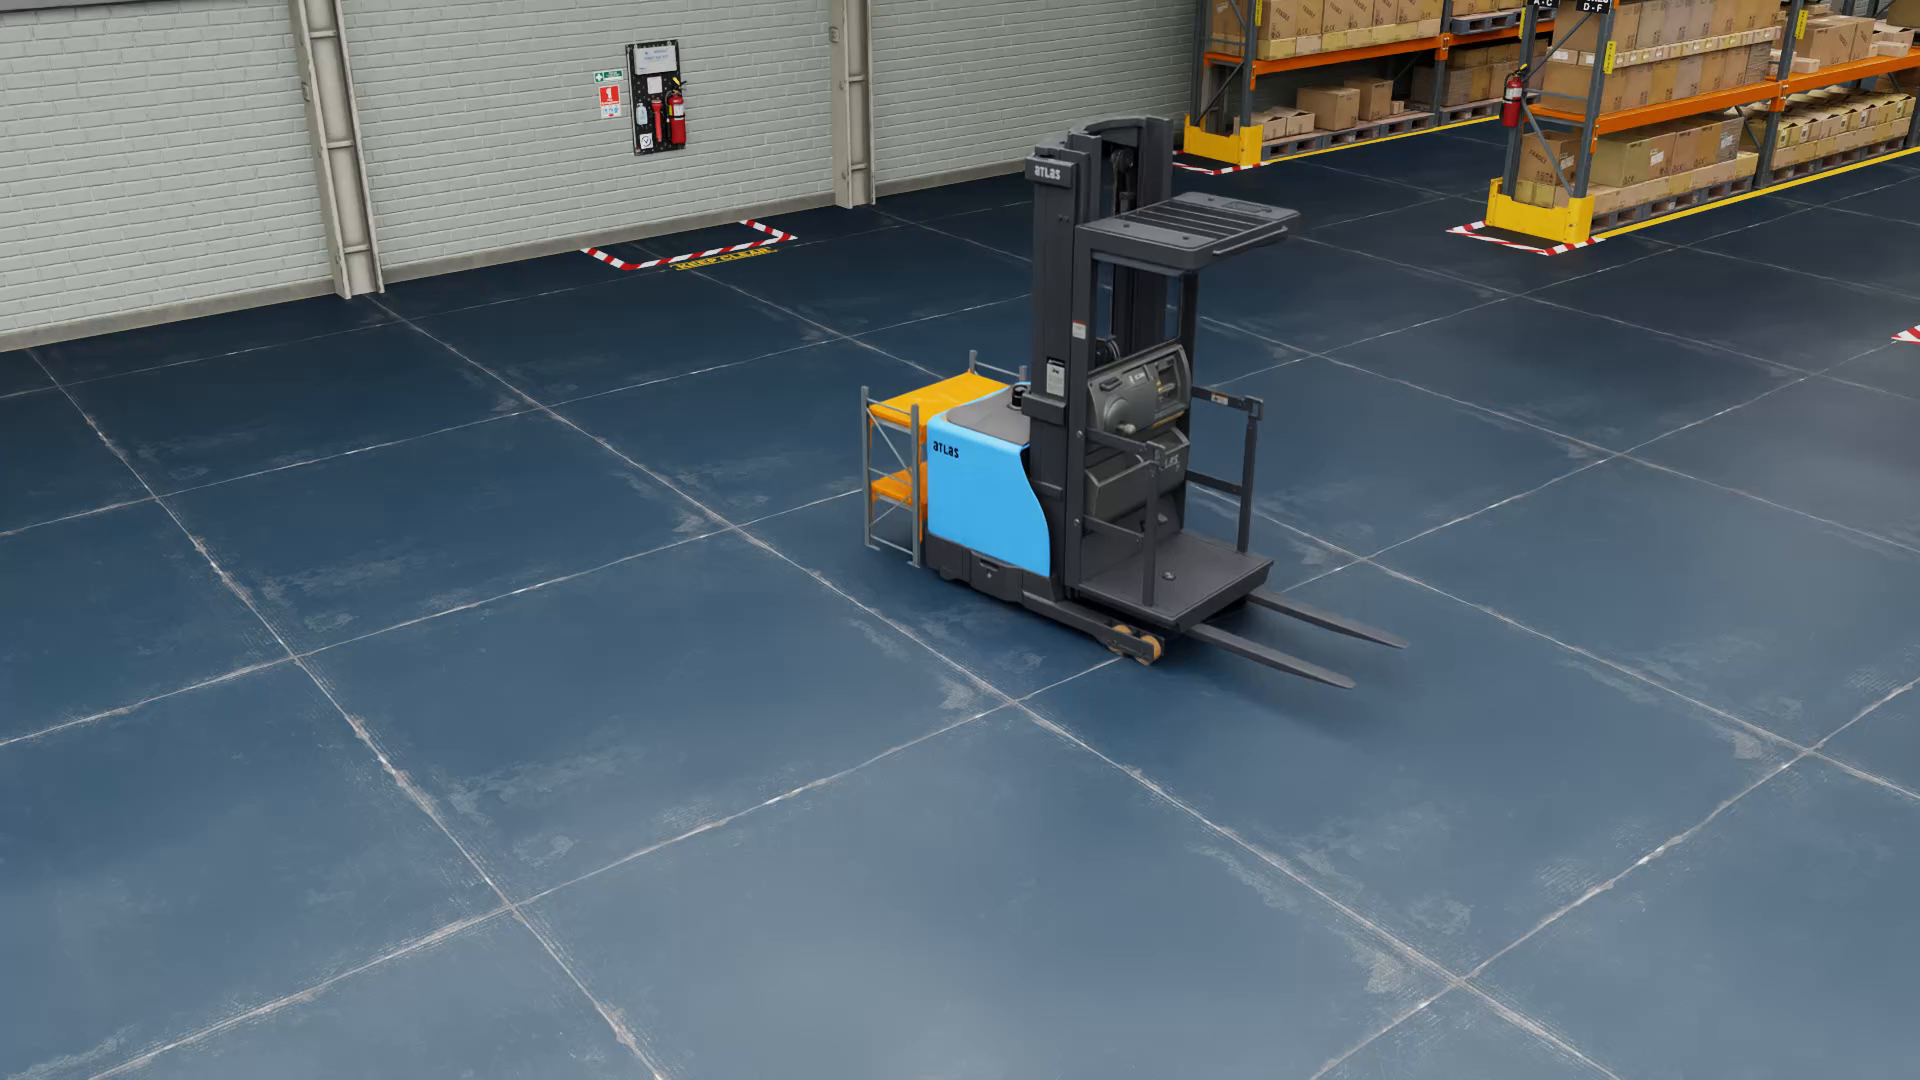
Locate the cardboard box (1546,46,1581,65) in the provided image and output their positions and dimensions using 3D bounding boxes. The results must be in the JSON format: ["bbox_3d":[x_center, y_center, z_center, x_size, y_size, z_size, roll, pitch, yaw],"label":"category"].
[{"bbox_3d":[6.689,-5.342,18.307,0.250,0.149,0.380,-19,31,-35],"label":"cardboard box"}]

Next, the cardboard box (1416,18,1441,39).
[{"bbox_3d":[6.408,-7.237,23.434,0.500,0.250,0.500,-18,30,-34],"label":"cardboard box"}]

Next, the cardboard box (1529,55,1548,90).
[{"bbox_3d":[8.730,-7.324,25.915,0.500,0.500,0.700,-18,31,-34],"label":"cardboard box"}]

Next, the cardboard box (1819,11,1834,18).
[{"bbox_3d":[15.548,-9.478,30.579,0.500,0.500,0.700,-18,31,-34],"label":"cardboard box"}]

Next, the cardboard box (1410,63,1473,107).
[{"bbox_3d":[7.163,-6.781,24.745,0.500,0.500,0.700,-17,30,-32],"label":"cardboard box"}]

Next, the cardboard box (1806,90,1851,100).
[{"bbox_3d":[11.800,-5.938,22.582,0.500,0.311,0.500,-19,31,-35],"label":"cardboard box"}]

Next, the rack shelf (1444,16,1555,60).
[{"bbox_3d":[8.168,-7.712,25.159,4.000,0.370,1.077,-18,31,-34],"label":"rack shelf"}]

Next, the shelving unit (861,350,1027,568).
[{"bbox_3d":[-0.095,-0.561,11.122,0.538,1.125,1.048,22,33,39],"label":"shelving unit"}]

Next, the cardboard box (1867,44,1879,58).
[{"bbox_3d":[11.832,-6.454,21.892,0.250,0.149,0.380,-16,29,-30],"label":"cardboard box"}]

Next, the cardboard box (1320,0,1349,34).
[{"bbox_3d":[4.813,-7.043,22.125,0.500,0.500,0.500,-19,31,-36],"label":"cardboard box"}]

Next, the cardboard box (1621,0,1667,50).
[{"bbox_3d":[7.333,-5.743,18.401,0.500,0.500,0.700,-19,31,-35],"label":"cardboard box"}]

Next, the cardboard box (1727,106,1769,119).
[{"bbox_3d":[10.201,-5.414,21.453,0.500,0.311,0.500,-17,30,-33],"label":"cardboard box"}]

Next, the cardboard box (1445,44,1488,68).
[{"bbox_3d":[7.507,-7.237,24.836,0.500,0.250,0.500,-19,31,-35],"label":"cardboard box"}]

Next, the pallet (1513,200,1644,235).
[{"bbox_3d":[7.082,-3.788,19.160,1.213,0.211,1.003,-18,31,-34],"label":"pallet"}]

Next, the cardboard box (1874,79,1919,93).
[{"bbox_3d":[13.392,-6.304,23.718,0.500,0.500,0.500,-17,30,-32],"label":"cardboard box"}]

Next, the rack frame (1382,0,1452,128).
[{"bbox_3d":[6.594,-7.519,23.888,0.127,3.000,1.000,-18,31,-34],"label":"rack frame"}]

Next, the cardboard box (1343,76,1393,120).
[{"bbox_3d":[5.802,-6.302,23.712,0.500,0.500,0.500,-21,32,-38],"label":"cardboard box"}]

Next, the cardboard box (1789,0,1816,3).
[{"bbox_3d":[15.523,-9.871,30.655,0.250,0.149,0.380,-18,30,-34],"label":"cardboard box"}]

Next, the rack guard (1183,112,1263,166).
[{"bbox_3d":[3.506,-5.366,22.218,0.348,0.500,1.175,-18,31,-34],"label":"rack guard"}]

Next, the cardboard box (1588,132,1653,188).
[{"bbox_3d":[7.457,-4.319,18.870,0.500,0.500,0.500,-18,31,-34],"label":"cardboard box"}]

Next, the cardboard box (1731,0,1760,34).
[{"bbox_3d":[8.911,-6.264,19.523,0.500,0.500,0.700,-18,31,-34],"label":"cardboard box"}]

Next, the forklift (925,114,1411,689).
[{"bbox_3d":[1.211,-0.854,9.609,3.031,2.935,1.130,21,32,37],"label":"forklift"}]

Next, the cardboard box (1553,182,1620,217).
[{"bbox_3d":[7.065,-3.849,18.747,0.500,0.250,0.500,-18,31,-34],"label":"cardboard box"}]

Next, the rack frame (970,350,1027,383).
[{"bbox_3d":[0.257,-0.715,11.454,0.500,1.125,0.032,22,33,39],"label":"rack frame"}]

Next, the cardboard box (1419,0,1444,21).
[{"bbox_3d":[6.413,-7.575,23.272,0.500,0.500,0.500,-18,31,-34],"label":"cardboard box"}]

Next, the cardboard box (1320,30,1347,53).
[{"bbox_3d":[4.830,-6.712,22.305,0.500,0.250,0.500,-19,31,-35],"label":"cardboard box"}]

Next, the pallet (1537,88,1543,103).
[{"bbox_3d":[9.126,-7.091,26.277,1.213,0.211,1.003,-18,31,-34],"label":"pallet"}]

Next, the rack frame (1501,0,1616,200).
[{"bbox_3d":[6.506,-4.840,18.115,0.127,3.000,1.000,-18,31,-34],"label":"rack frame"}]

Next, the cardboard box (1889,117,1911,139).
[{"bbox_3d":[12.538,-5.644,22.615,0.500,0.250,0.500,-17,30,-33],"label":"cardboard box"}]

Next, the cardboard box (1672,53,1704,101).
[{"bbox_3d":[8.098,-5.405,19.215,0.500,0.500,0.700,-17,30,-33],"label":"cardboard box"}]

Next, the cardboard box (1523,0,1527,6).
[{"bbox_3d":[8.411,-8.346,25.030,0.500,0.500,0.700,-18,31,-34],"label":"cardboard box"}]

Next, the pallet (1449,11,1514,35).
[{"bbox_3d":[7.285,-7.582,24.252,1.213,0.211,1.003,-18,31,-34],"label":"pallet"}]

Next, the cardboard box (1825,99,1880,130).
[{"bbox_3d":[11.737,-5.631,21.920,0.500,0.311,0.500,-18,31,-34],"label":"cardboard box"}]

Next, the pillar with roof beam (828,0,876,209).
[{"bbox_3d":[1.398,-6.685,14.964,0.400,9.000,9.100,-18,31,-34],"label":"pillar with roof beam"}]

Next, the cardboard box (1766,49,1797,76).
[{"bbox_3d":[10.014,-5.953,20.692,0.500,0.250,0.500,-16,29,-31],"label":"cardboard box"}]

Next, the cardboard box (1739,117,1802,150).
[{"bbox_3d":[10.132,-5.101,20.780,0.500,0.311,0.500,-18,30,-34],"label":"cardboard box"}]

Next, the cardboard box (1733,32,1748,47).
[{"bbox_3d":[8.965,-5.876,19.458,0.250,0.149,0.380,-18,31,-34],"label":"cardboard box"}]

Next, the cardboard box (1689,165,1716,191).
[{"bbox_3d":[8.639,-4.368,19.866,0.500,0.250,0.500,-18,31,-34],"label":"cardboard box"}]

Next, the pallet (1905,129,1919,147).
[{"bbox_3d":[13.412,-5.834,23.571,1.213,0.211,1.003,-18,31,-34],"label":"pallet"}]

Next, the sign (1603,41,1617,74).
[{"bbox_3d":[6.844,-5.083,17.517,0.005,0.325,0.100,-18,31,-34],"label":"sign"}]

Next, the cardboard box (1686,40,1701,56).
[{"bbox_3d":[8.158,-5.609,18.883,0.250,0.149,0.380,-18,30,-34],"label":"cardboard box"}]

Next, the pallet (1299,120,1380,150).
[{"bbox_3d":[5.126,-5.749,23.387,1.213,0.211,1.003,-18,31,-34],"label":"pallet"}]

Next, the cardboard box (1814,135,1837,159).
[{"bbox_3d":[10.933,-5.113,21.471,0.500,0.250,0.500,-19,31,-36],"label":"cardboard box"}]

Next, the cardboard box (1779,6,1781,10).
[{"bbox_3d":[14.526,-9.541,29.944,0.250,0.149,0.380,-18,30,-34],"label":"cardboard box"}]

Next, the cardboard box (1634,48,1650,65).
[{"bbox_3d":[7.351,-5.344,18.312,0.250,0.149,0.380,-18,30,-34],"label":"cardboard box"}]

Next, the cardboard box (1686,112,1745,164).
[{"bbox_3d":[9.023,-4.843,20.000,0.500,0.500,0.500,-18,31,-34],"label":"cardboard box"}]
